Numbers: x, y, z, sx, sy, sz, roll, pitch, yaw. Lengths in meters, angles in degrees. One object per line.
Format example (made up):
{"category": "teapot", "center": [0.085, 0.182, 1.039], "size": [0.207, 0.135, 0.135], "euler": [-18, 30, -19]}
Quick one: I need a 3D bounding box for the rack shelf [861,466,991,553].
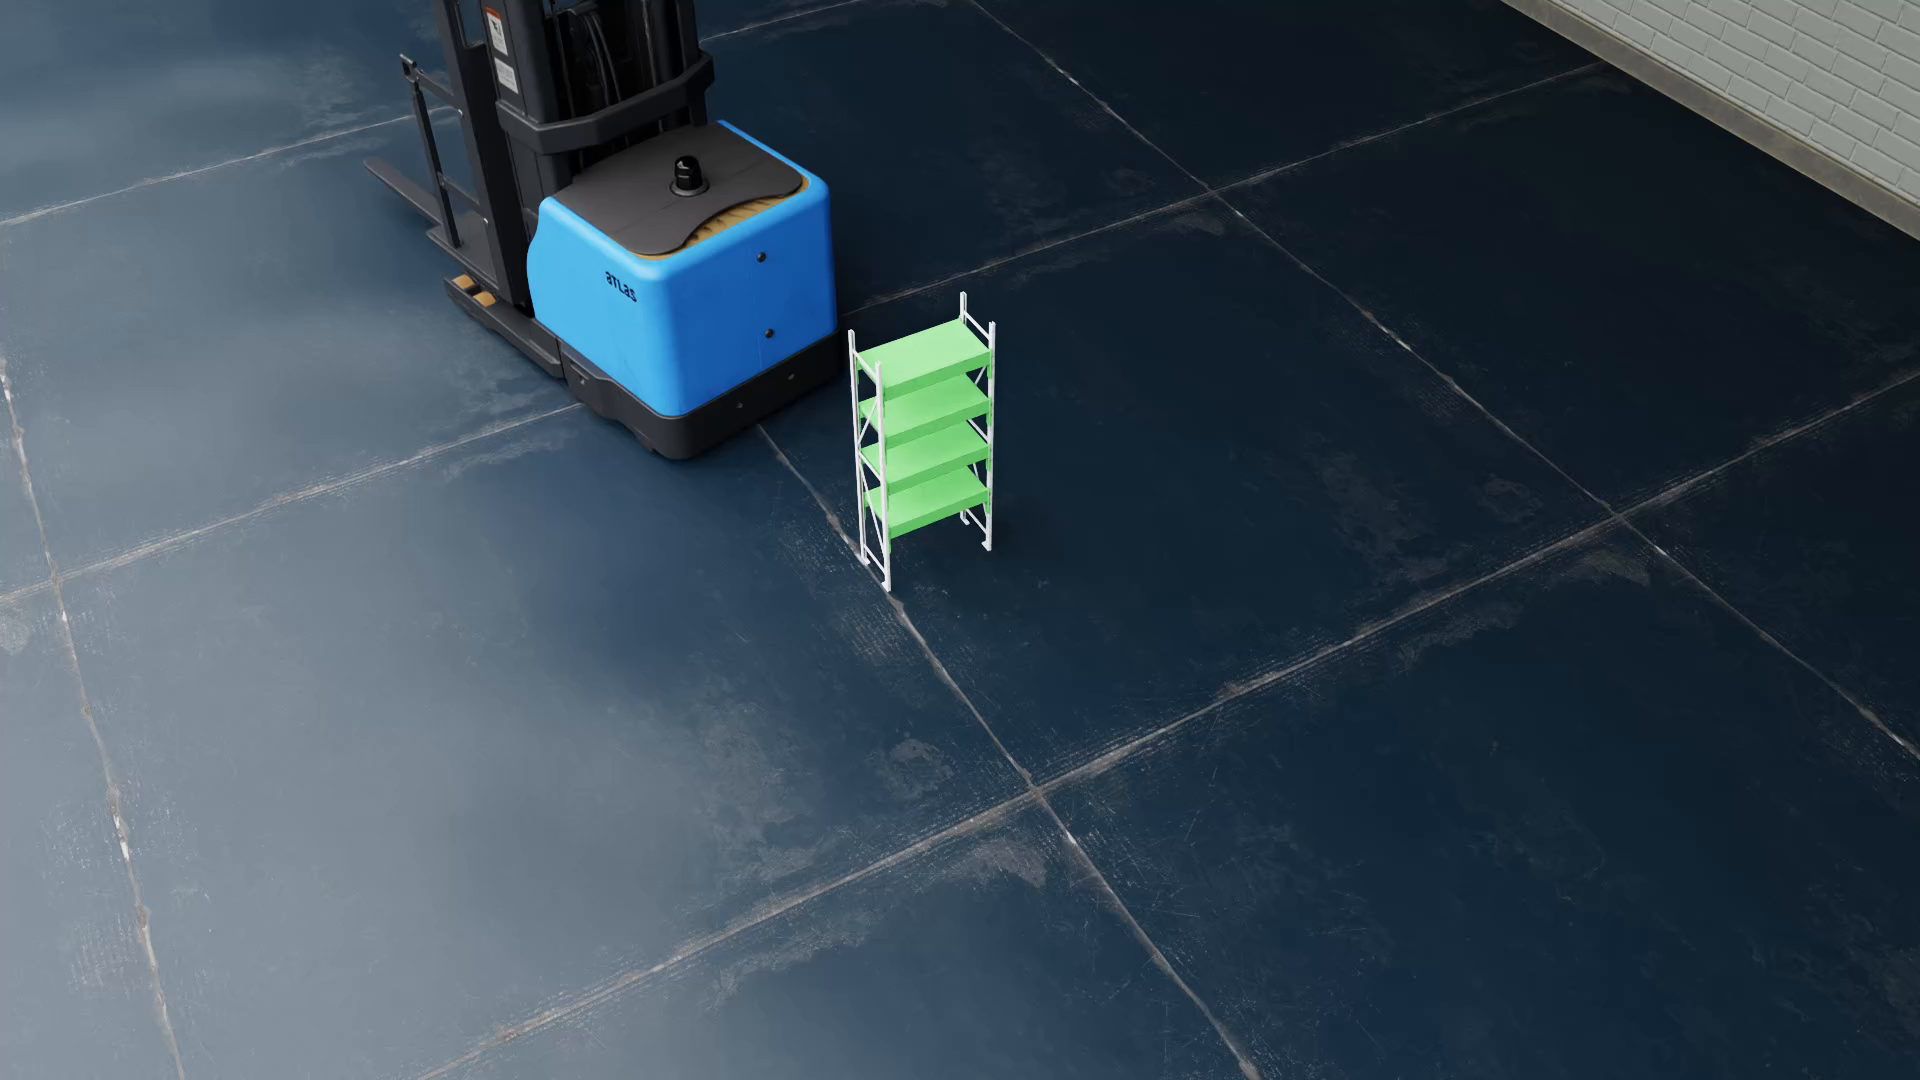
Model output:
{"category": "rack shelf", "center": [-0.144, -0.155, 6.914], "size": [0.480, 0.148, 0.258], "euler": [-22, 48, -21]}

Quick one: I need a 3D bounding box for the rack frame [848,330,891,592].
{"category": "rack frame", "center": [-0.355, -0.288, 6.615], "size": [0.015, 1.200, 0.240], "euler": [-22, 48, -21]}

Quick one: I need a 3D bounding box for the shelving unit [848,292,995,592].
{"category": "shelving unit", "center": [-0.144, -0.373, 6.702], "size": [0.503, 1.200, 0.258], "euler": [-22, 48, -21]}

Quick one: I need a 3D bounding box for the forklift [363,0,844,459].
{"category": "forklift", "center": [-1.936, -2.343, 7.489], "size": [1.130, 2.935, 3.031], "euler": [-34, 53, -30]}

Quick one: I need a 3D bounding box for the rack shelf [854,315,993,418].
{"category": "rack shelf", "center": [-0.144, -0.672, 6.413], "size": [0.480, 0.148, 0.258], "euler": [-22, 48, -21]}

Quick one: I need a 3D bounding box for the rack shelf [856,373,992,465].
{"category": "rack shelf", "center": [-0.144, -0.500, 6.580], "size": [0.480, 0.148, 0.258], "euler": [-22, 48, -21]}

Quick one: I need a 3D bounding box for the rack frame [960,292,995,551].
{"category": "rack frame", "center": [0.068, -0.458, 6.790], "size": [0.015, 1.200, 0.240], "euler": [-22, 48, -21]}

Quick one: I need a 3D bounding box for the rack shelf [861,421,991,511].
{"category": "rack shelf", "center": [-0.144, -0.327, 6.747], "size": [0.480, 0.148, 0.258], "euler": [-22, 48, -21]}
